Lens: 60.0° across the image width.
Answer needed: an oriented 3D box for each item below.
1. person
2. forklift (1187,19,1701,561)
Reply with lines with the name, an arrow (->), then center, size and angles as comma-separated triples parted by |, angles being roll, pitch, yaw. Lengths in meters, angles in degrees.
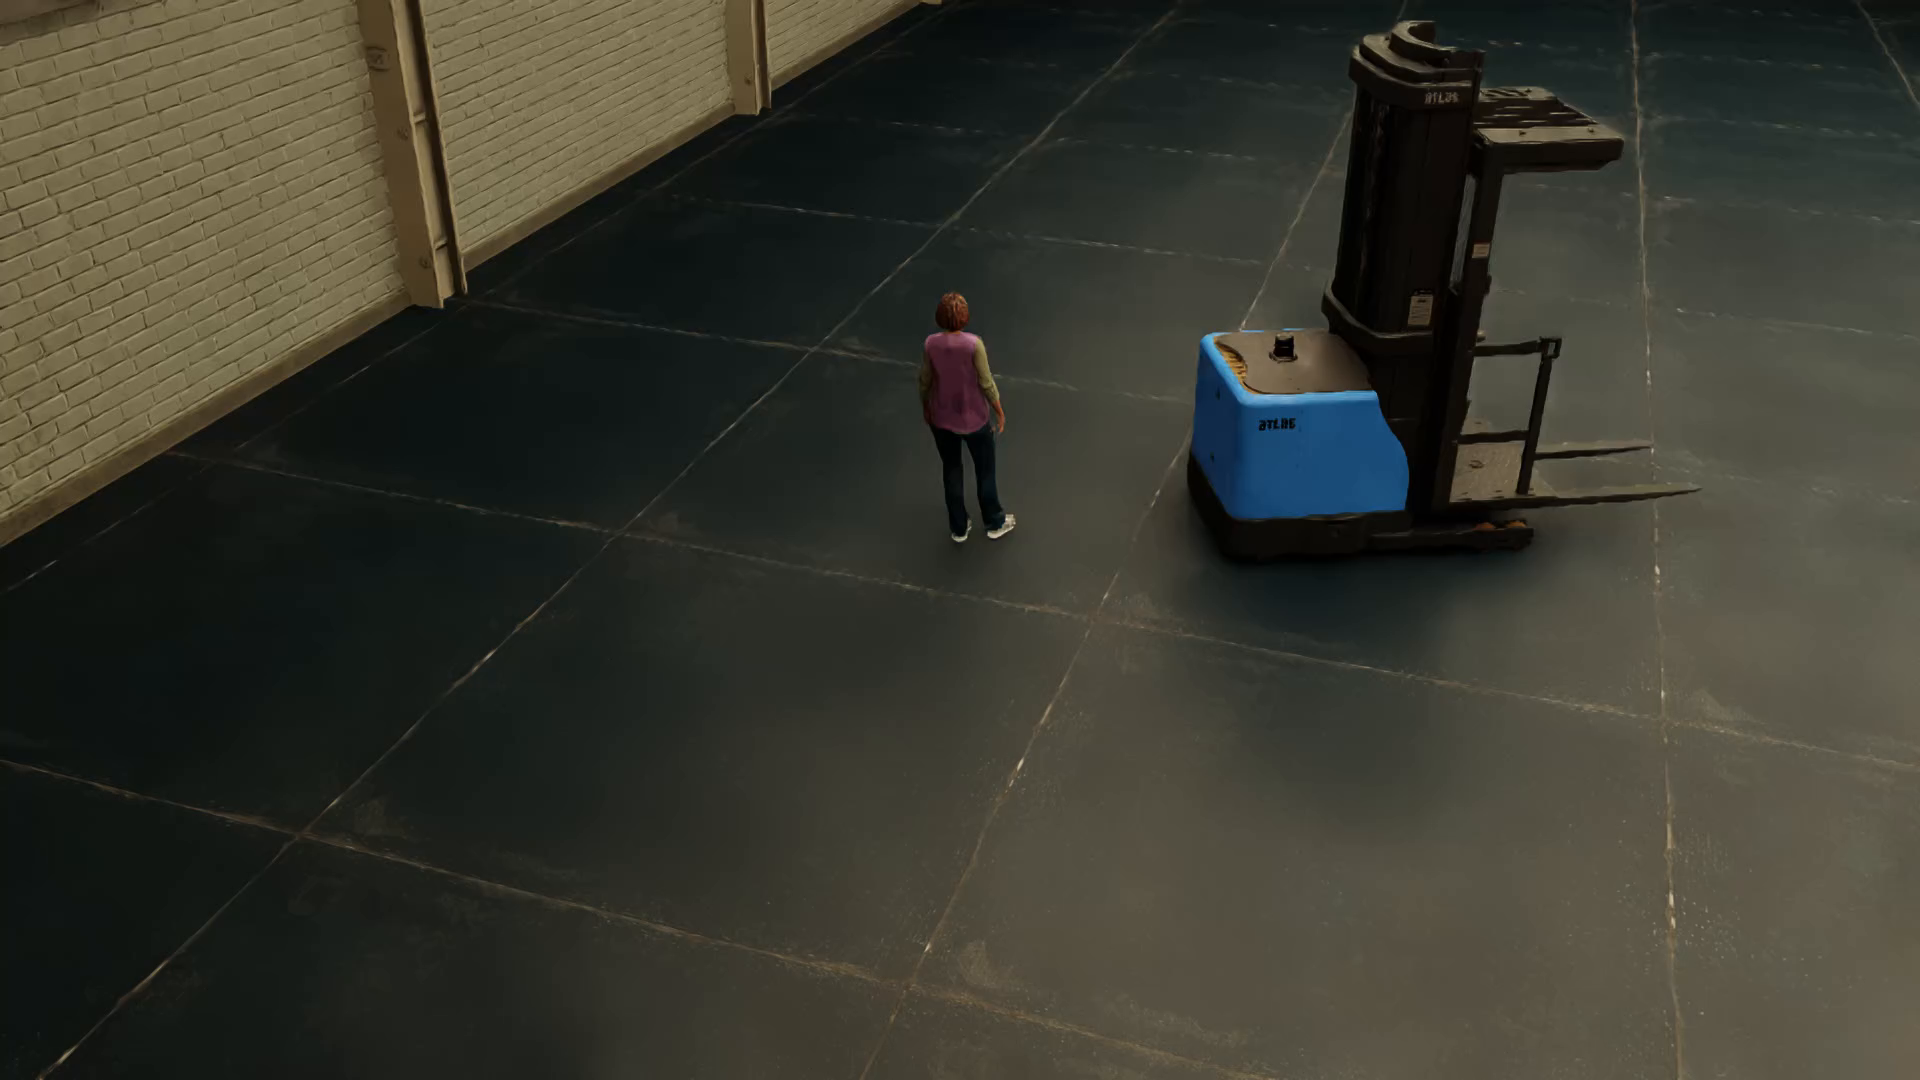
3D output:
person -> 0.037, -0.732, 9.754 | 0.520, 1.597, 0.474 | 10, 31, 16
forklift -> 3.003, -1.462, 9.701 | 3.031, 2.935, 1.130 | -4, 30, -6
